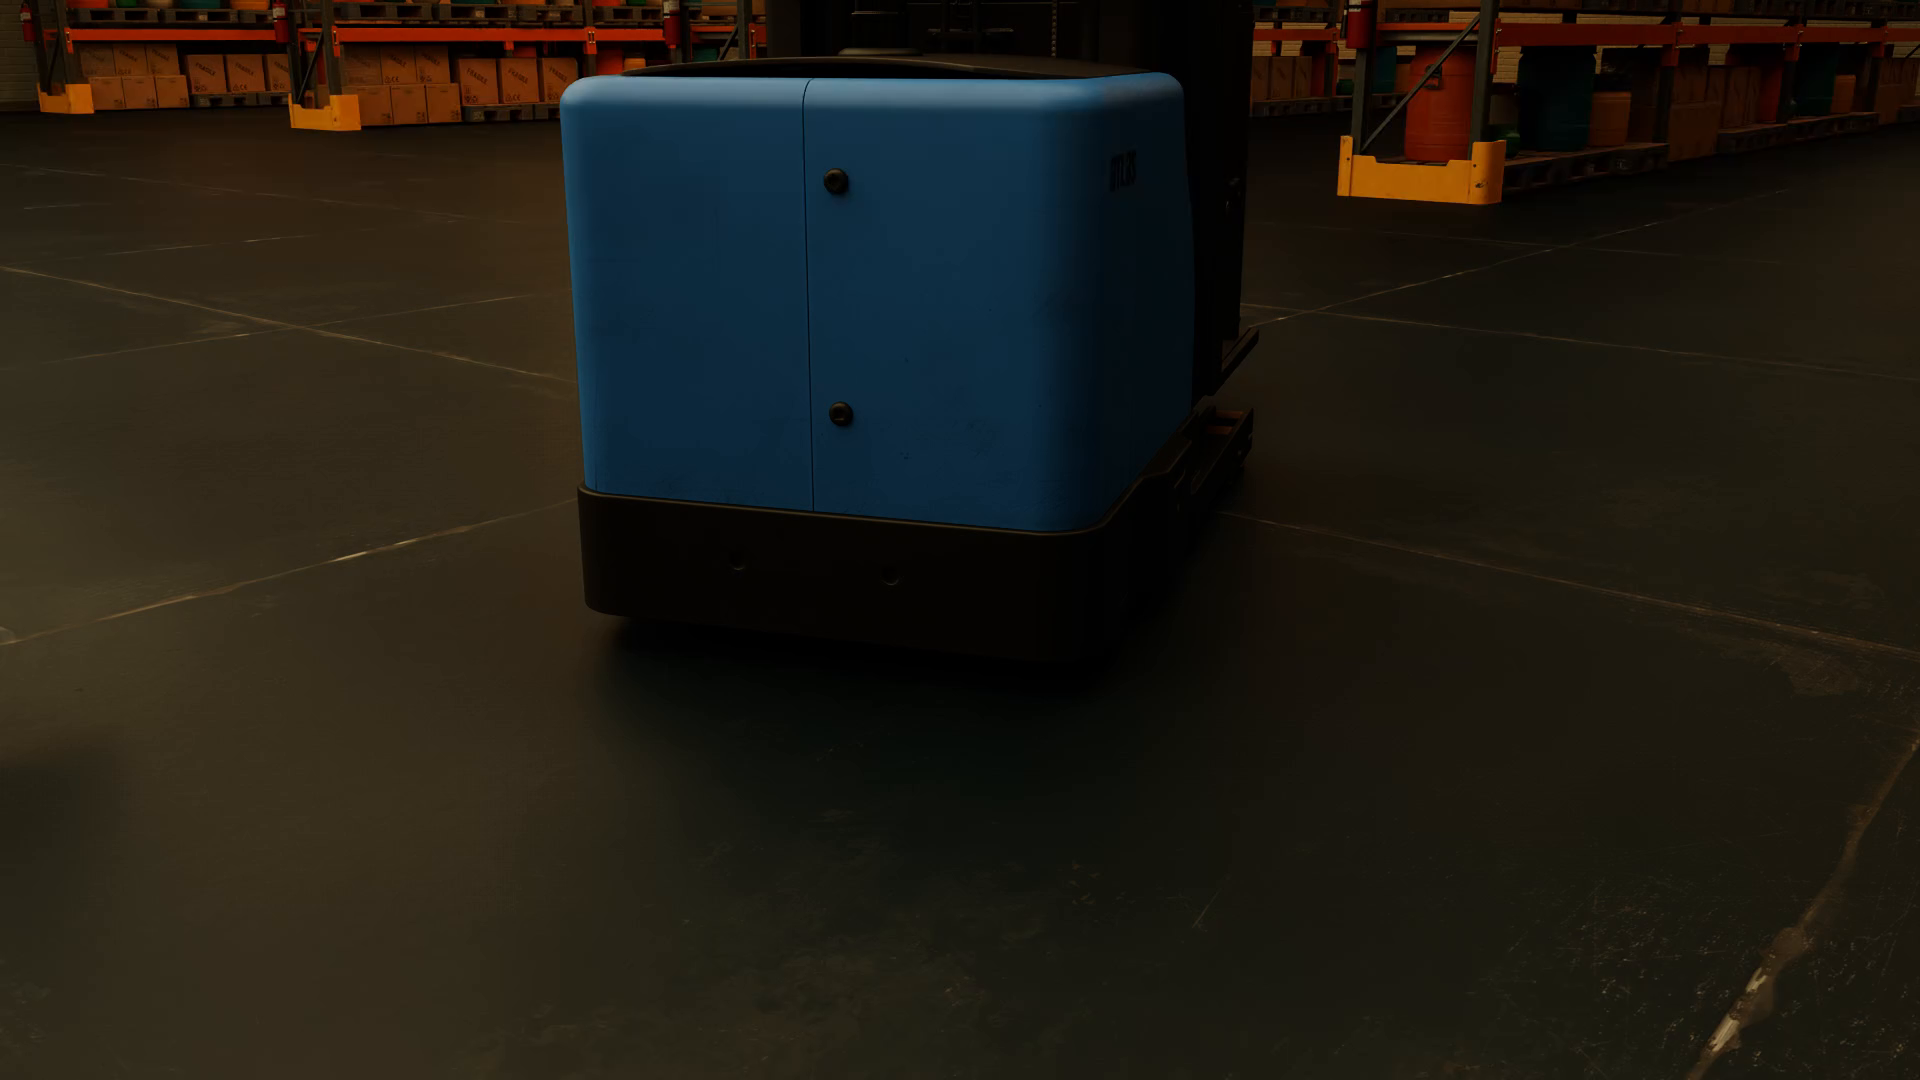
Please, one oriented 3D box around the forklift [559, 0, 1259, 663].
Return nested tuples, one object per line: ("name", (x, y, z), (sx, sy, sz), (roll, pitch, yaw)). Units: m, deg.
("forklift", (0.182, -1.571, 4.072), (1.130, 2.935, 3.031), (5, 18, 17))
